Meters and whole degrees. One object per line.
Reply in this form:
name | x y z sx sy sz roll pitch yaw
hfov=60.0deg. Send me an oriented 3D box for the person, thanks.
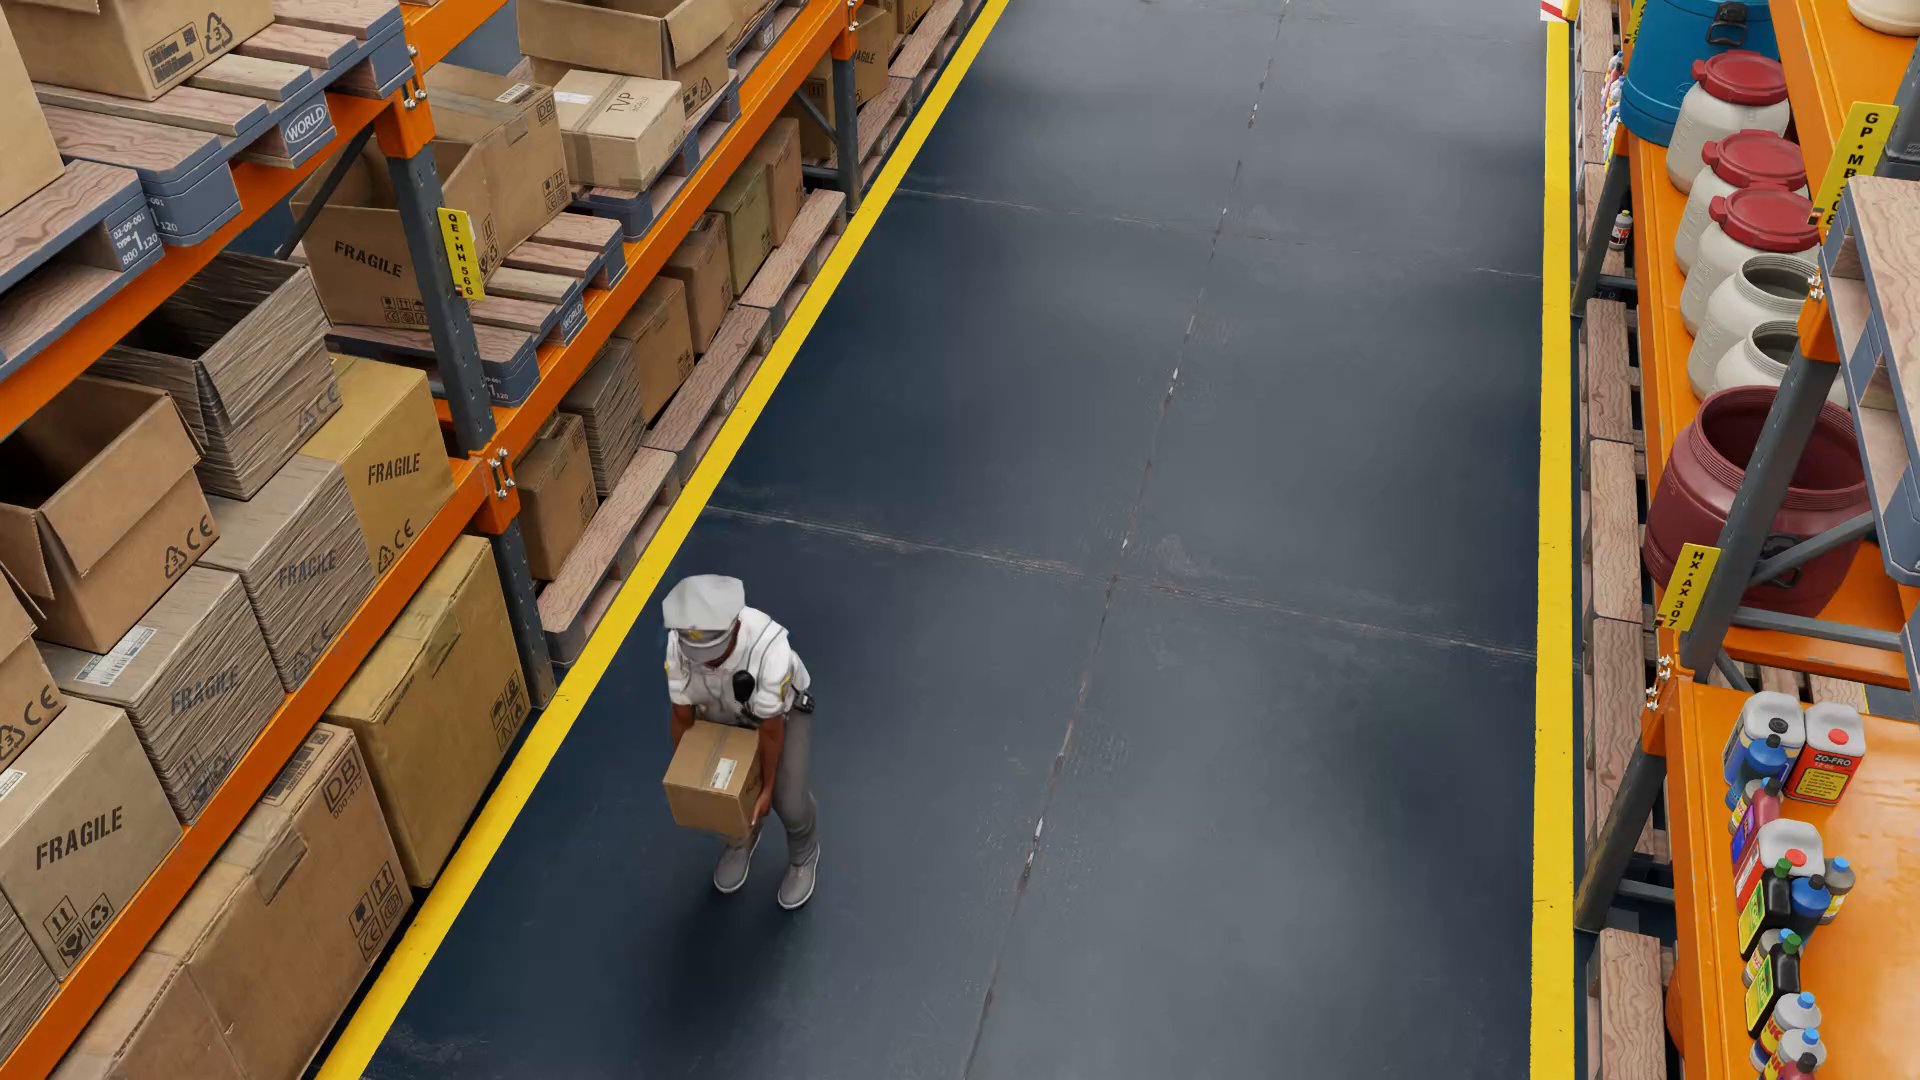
person | -0.710 0.653 5.473 0.412 1.595 0.576 9 42 10
